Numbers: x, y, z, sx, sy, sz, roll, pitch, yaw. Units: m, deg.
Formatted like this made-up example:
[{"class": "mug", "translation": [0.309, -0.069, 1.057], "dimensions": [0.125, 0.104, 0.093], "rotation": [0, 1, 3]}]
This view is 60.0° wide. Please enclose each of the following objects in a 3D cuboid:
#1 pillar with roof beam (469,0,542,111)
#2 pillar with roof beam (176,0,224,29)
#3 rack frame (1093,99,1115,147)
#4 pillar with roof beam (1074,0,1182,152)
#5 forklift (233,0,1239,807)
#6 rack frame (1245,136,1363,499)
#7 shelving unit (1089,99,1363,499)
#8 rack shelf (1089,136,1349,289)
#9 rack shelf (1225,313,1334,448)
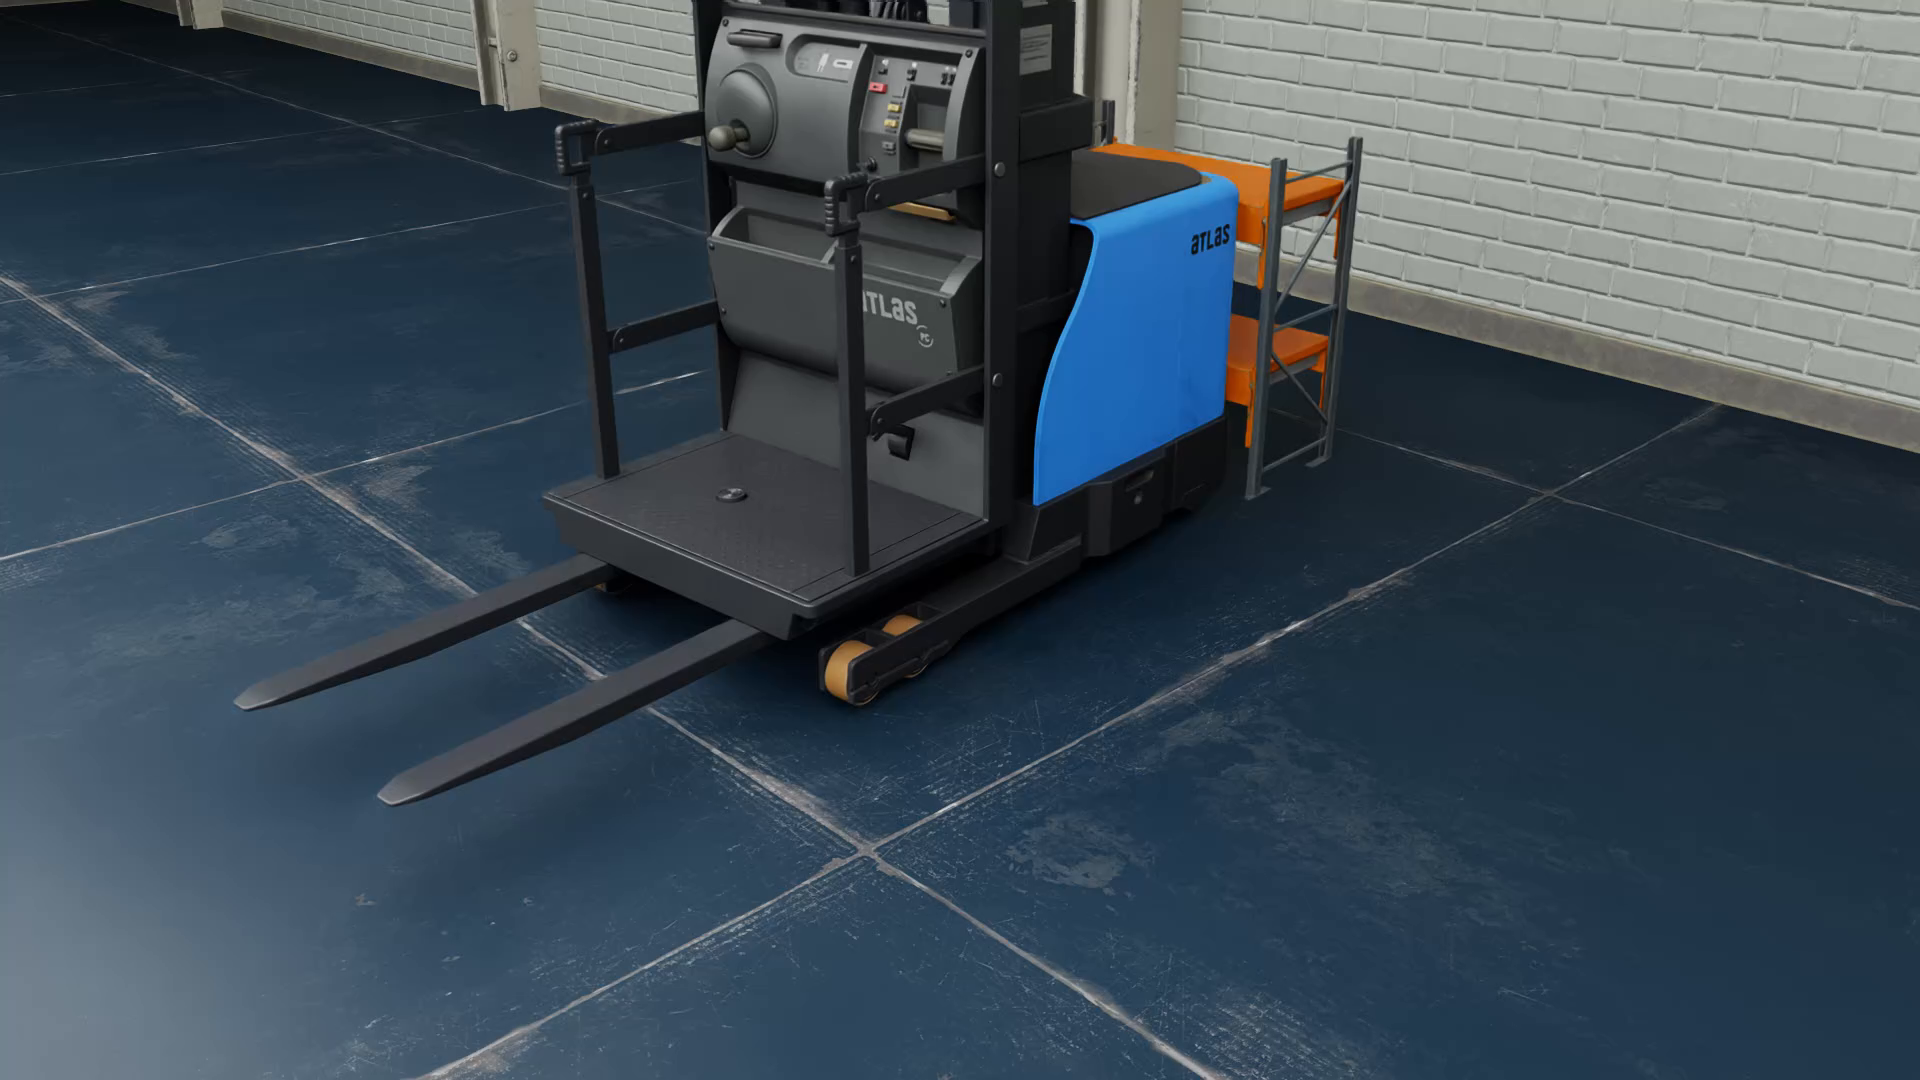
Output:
[{"class": "pillar with roof beam", "translation": [-6.449, -6.090, 7.758], "dimensions": [9.100, 9.000, 0.400], "rotation": [-21, 32, -38]}, {"class": "pillar with roof beam", "translation": [-10.550, -7.908, 11.742], "dimensions": [9.100, 9.000, 0.400], "rotation": [-21, 32, -38]}, {"class": "rack frame", "translation": [0.385, -1.013, 6.115], "dimensions": [0.032, 1.125, 0.500], "rotation": [21, 32, 38]}, {"class": "pillar with roof beam", "translation": [-2.348, -4.272, 3.773], "dimensions": [9.100, 9.000, 0.400], "rotation": [-21, 32, -38]}, {"class": "forklift", "translation": [-0.464, -1.140, 4.219], "dimensions": [1.130, 2.935, 3.031], "rotation": [20, 31, 36]}, {"class": "rack frame", "translation": [1.135, -0.728, 5.491], "dimensions": [0.032, 1.125, 0.500], "rotation": [21, 32, 38]}, {"class": "shelving unit", "translation": [0.760, -0.871, 5.803], "dimensions": [1.048, 1.125, 0.538], "rotation": [21, 32, 38]}, {"class": "rack shelf", "translation": [0.760, -1.137, 5.681], "dimensions": [1.000, 0.278, 0.538], "rotation": [21, 32, 38]}, {"class": "rack shelf", "translation": [0.760, -0.648, 5.904], "dimensions": [1.000, 0.278, 0.538], "rotation": [21, 32, 38]}]
